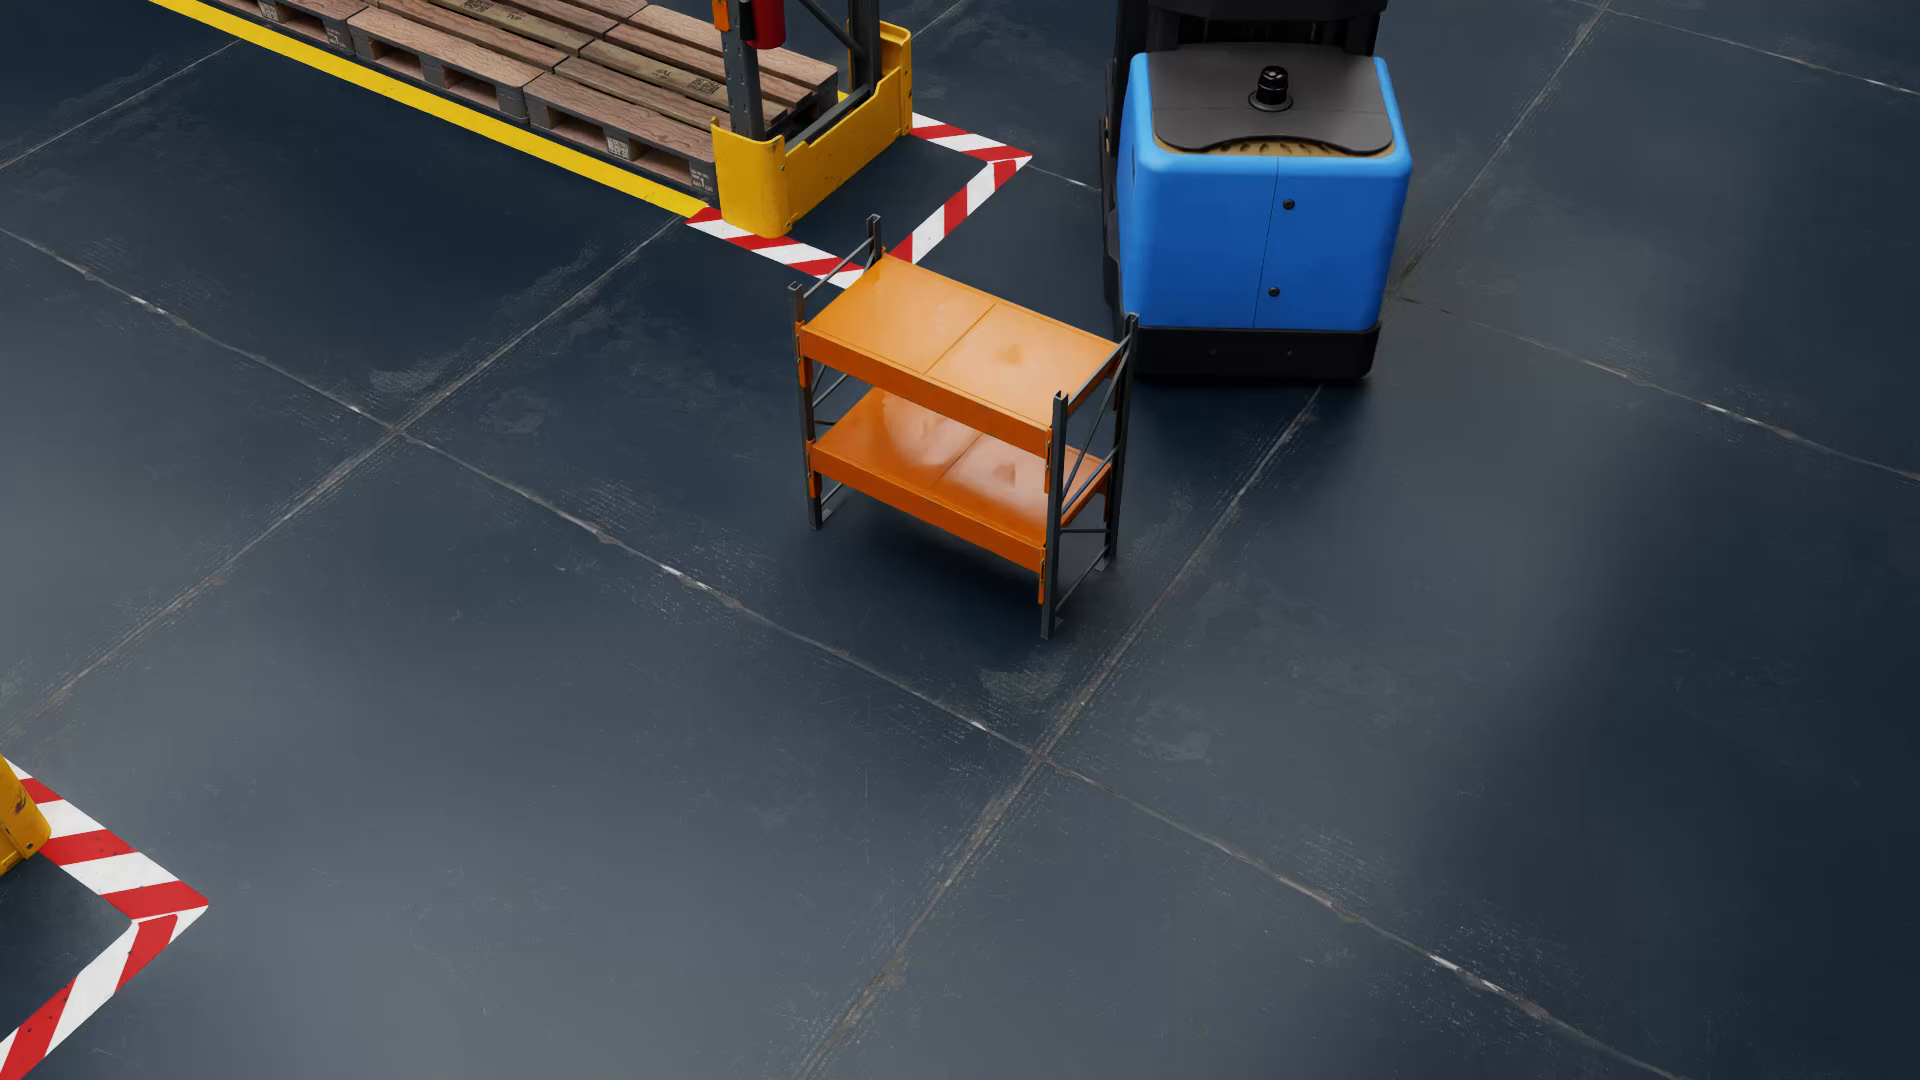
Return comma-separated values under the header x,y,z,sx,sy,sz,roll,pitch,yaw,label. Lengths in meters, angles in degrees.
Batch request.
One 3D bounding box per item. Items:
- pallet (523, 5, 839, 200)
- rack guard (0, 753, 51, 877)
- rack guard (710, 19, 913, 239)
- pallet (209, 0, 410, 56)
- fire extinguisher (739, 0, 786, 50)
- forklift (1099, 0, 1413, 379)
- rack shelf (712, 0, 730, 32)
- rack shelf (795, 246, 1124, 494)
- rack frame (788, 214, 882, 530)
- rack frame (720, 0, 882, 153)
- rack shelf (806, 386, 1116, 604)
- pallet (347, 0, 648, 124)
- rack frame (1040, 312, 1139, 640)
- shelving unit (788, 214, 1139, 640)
x,y,z,sx,sy,sz,roll,pitch,yaw,label
-1.369,-2.192,8.233,1.213,0.211,1.003,25,51,22,pallet
-3.349,1.049,4.882,0.348,0.500,1.175,25,51,22,rack guard
-0.669,-1.949,7.795,0.348,0.500,1.175,25,51,22,rack guard
-3.423,-3.137,9.151,1.213,0.211,1.003,25,51,22,pallet
-0.814,-2.332,6.738,0.183,0.674,0.296,25,51,22,fire extinguisher
1.225,-2.724,6.853,1.130,2.935,3.031,2,46,1,forklift
-2.379,-3.345,7.910,4.000,0.370,1.077,25,51,22,rack shelf
0.006,-0.593,5.634,1.000,0.278,0.538,25,51,22,rack shelf
-0.422,-0.586,6.035,0.032,1.125,0.500,25,51,22,rack frame
-0.696,-2.821,6.900,0.127,3.000,1.000,25,51,22,rack frame
0.006,-0.219,6.019,1.000,0.278,0.538,25,51,22,rack shelf
-2.392,-2.665,8.693,1.213,0.211,1.003,25,51,22,pallet
0.434,-0.193,5.653,0.032,1.125,0.500,25,51,22,rack frame
0.006,-0.389,5.844,1.048,1.125,0.538,25,51,22,shelving unit
